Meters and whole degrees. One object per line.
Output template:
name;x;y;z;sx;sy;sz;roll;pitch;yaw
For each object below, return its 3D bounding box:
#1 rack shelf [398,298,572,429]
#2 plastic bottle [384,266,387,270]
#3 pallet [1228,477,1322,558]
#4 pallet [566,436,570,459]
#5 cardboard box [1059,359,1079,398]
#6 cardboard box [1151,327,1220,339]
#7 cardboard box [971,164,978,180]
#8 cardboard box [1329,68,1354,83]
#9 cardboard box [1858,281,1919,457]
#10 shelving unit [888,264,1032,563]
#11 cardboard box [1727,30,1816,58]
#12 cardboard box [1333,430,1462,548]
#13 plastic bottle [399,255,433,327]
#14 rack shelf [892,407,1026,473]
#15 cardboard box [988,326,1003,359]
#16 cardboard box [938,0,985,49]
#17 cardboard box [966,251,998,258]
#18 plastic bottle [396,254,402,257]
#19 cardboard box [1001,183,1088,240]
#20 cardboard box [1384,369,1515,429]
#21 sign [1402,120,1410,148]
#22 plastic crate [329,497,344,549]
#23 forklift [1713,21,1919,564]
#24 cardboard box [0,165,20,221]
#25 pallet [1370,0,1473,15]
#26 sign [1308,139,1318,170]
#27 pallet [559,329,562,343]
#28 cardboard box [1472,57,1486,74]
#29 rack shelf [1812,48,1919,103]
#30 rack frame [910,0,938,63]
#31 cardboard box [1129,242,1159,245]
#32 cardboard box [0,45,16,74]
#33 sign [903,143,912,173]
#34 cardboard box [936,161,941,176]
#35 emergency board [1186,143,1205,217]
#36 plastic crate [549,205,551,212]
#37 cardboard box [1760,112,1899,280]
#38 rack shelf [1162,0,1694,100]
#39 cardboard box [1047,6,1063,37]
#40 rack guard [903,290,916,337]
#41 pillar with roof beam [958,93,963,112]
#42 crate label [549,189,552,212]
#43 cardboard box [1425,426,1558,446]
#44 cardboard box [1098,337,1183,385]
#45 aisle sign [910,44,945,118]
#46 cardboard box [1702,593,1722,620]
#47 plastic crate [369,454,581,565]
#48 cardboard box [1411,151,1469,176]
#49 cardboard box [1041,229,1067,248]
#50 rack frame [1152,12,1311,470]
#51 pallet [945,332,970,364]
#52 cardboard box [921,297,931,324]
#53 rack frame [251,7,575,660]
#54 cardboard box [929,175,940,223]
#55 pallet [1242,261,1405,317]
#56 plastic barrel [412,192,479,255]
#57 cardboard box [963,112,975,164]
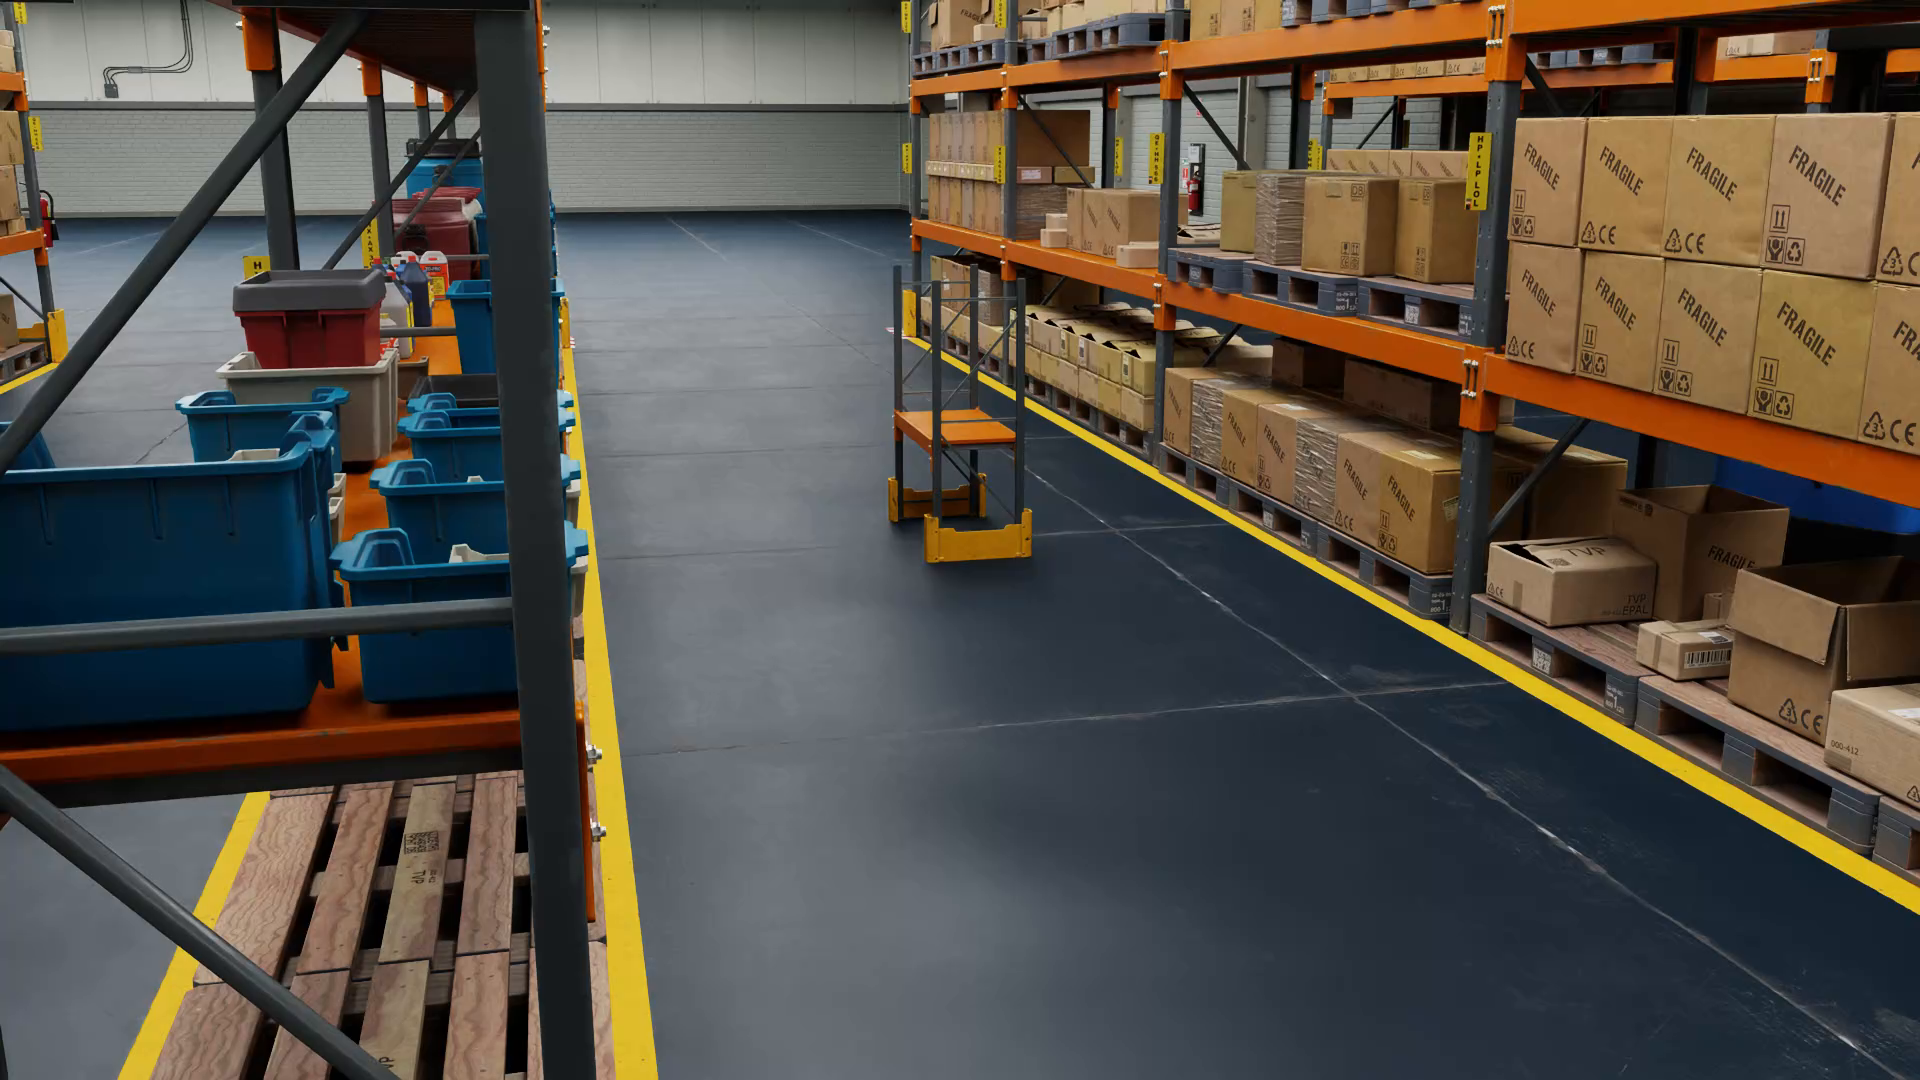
rack shelf;-2.515;-0.893;8.276;1.077;0.370;4.000;-3;14;-13
plastic bottle;-2.979;-1.282;8.623;0.097;0.271;0.097;0;14;0
pallet;2.253;-0.169;9.673;1.003;0.211;1.213;-3;14;-13
pallet;-3.129;-0.530;11.150;1.003;0.211;1.213;-3;14;-13
cardboard box;1.107;-1.308;13.370;0.500;0.250;0.500;-3;14;-12
cardboard box;1.744;-1.495;12.953;0.500;0.311;0.500;-4;14;-15
cardboard box;0.323;-3.609;16.301;0.380;0.149;0.250;-3;14;-12
cardboard box;4.602;-5.525;19.150;0.500;0.500;0.500;-3;14;-12
cardboard box;3.103;-0.505;4.962;0.500;0.500;0.500;-3;14;-13
shelving unit;-0.018;-0.746;9.321;0.587;1.500;1.083;-3;14;-13
cardboard box;6.214;-3.830;12.610;0.500;0.311;0.500;-3;14;-13
cardboard box;2.268;-0.268;8.542;0.500;0.500;0.500;-3;14;-13
plastic bottle;-2.722;-1.244;8.303;0.144;0.351;0.185;-3;14;-13
rack shelf;-0.020;-0.574;9.372;0.538;0.185;1.000;-3;14;-13
cardboard box;0.570;-1.864;15.647;0.500;0.250;0.500;-3;14;-13
cardboard box;0.077;-5.203;16.695;0.500;0.500;0.500;-3;14;-13
cardboard box;0.367;-2.950;18.508;0.500;0.500;0.500;-3;14;-13
plastic bottle;-3.197;-1.495;9.496;0.097;0.271;0.097;0;14;0
cardboard box;0.781;-3.052;15.388;0.700;0.500;0.500;-4;14;-15
cardboard box;2.659;-0.775;9.040;0.500;0.250;0.500;-3;14;-13
sign;5.311;-4.843;19.826;0.100;0.325;0.005;-3;14;-13
plastic crate;-1.527;-0.005;3.555;0.396;0.136;0.243;-3;14;-13
forklift;5.461;-1.472;9.276;3.031;2.935;1.130;-12;18;-41
cardboard box;-9.341;-3.229;15.485;0.875;0.500;0.500;-3;14;-13
pallet;2.686;-2.576;7.726;1.213;0.211;1.003;-3;14;-13
sign;2.356;-2.535;11.210;0.100;0.325;0.005;-3;14;-13
pallet;-4.614;-1.992;17.134;1.003;0.211;1.213;-3;14;-13
cardboard box;5.346;-4.797;16.169;0.500;0.500;0.500;-3;14;-12
rack shelf;7.115;-2.902;10.180;1.077;0.370;4.000;-3;14;-13
rack frame;-0.048;-6.738;18.047;1.000;3.000;0.127;-3;14;-13
cardboard box;1.477;-2.148;12.427;0.380;0.149;0.250;-2;14;-9
cardboard box;-9.318;-4.560;15.767;0.500;0.250;0.500;-3;14;-12
sign;-0.589;-4.254;18.526;0.100;0.325;0.005;-3;14;-13
cardboard box;-0.043;-3.967;17.766;0.380;0.149;0.250;-3;14;-13
emergency board;3.819;-5.944;27.437;0.194;1.169;0.643;-3;14;-13
plastic crate;-3.067;-2.124;11.667;0.402;0.464;0.583;-3;14;-13
cardboard box;2.972;-1.109;5.329;0.500;0.500;0.500;-3;14;-11
rack shelf;2.301;-2.625;9.046;1.077;0.370;4.000;-3;14;-13
cardboard box;1.027;-4.347;14.010;0.500;0.250;0.500;-2;14;-7
rack guard;-0.053;-2.615;19.079;1.175;0.500;0.348;-3;14;-13
pillar with roof beam;-4.049;-12.199;40.398;9.100;9.000;0.400;-3;14;-13
crate label;-4.168;-3.157;15.952;0.502;0.435;0.616;-3;14;-13
cardboard box;2.758;-0.303;8.686;0.500;0.500;0.500;-3;14;-12
cardboard box;1.340;-1.346;12.343;0.500;0.311;0.500;-4;14;-14
aisle sign;-0.361;-5.085;18.443;0.394;0.787;0.004;-3;14;-13
cardboard box;3.326;0.314;6.901;0.380;0.149;0.250;-3;14;-13
plastic crate;-0.998;-0.033;3.467;0.416;0.233;0.300;-3;14;-13
cardboard box;5.064;-3.803;17.366;0.500;0.500;0.500;-4;14;-15
cardboard box;0.901;-2.564;14.129;0.380;0.149;0.250;-3;14;-13
rack frame;1.831;-1.979;11.205;1.000;3.000;0.127;-3;14;-13
pallet;0.456;-2.015;17.228;1.003;0.211;1.213;-3;14;-13
cardboard box;-0.138;-2.556;18.479;0.500;0.250;0.500;-3;14;-13
rack frame;-2.045;-0.781;6.302;1.000;3.000;0.127;-3;14;-13
cardboard box;0.049;-3.764;18.304;0.700;0.500;0.500;-3;14;-13
pallet;2.292;-1.437;9.393;1.003;0.211;1.213;-3;14;-13
plastic barrel;-3.639;-2.190;11.785;0.433;0.535;0.433;0;14;0
cardboard box;0.428;-4.029;16.656;0.700;0.500;0.500;-3;14;-13
